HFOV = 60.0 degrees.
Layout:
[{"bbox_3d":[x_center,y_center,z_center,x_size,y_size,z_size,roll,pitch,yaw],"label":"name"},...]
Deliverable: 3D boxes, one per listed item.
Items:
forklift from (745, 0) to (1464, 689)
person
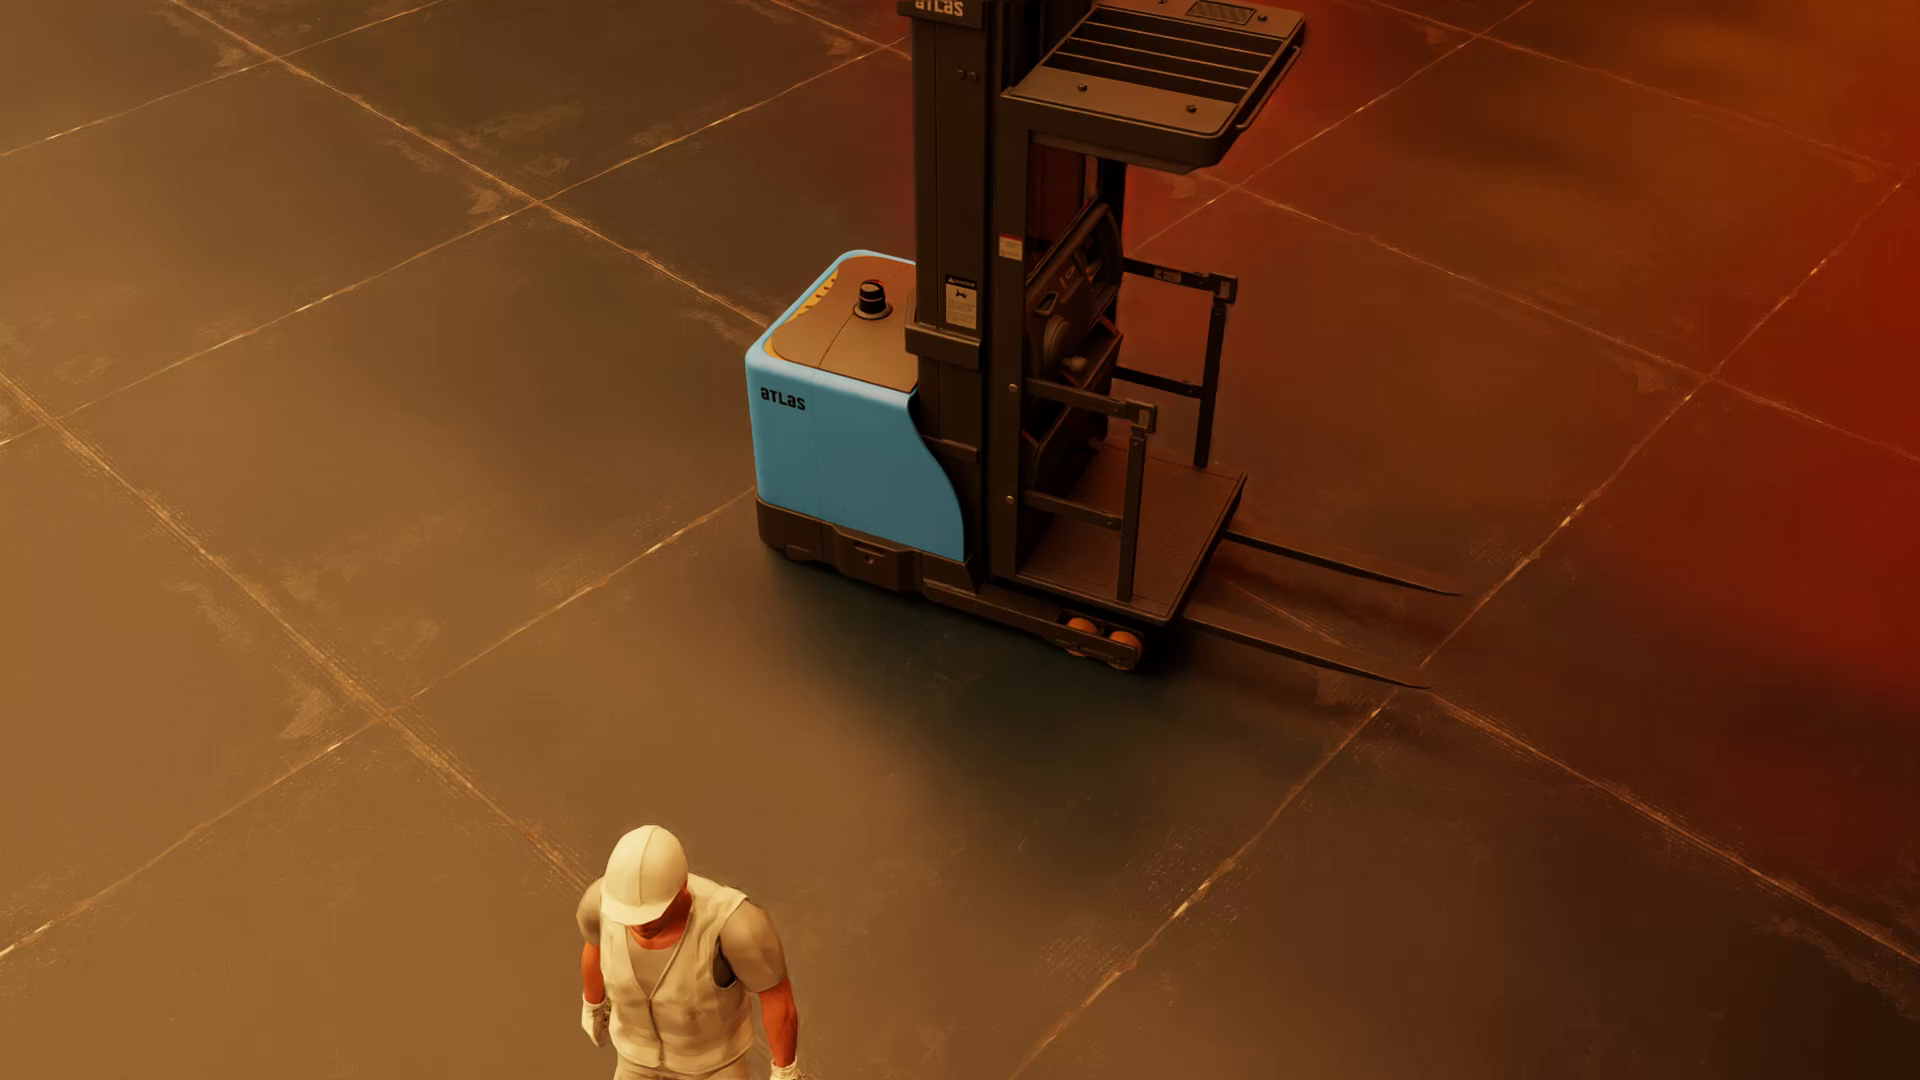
[{"bbox_3d":[0.640,-0.959,6.546,3.031,2.935,1.130,17,43,18],"label":"forklift"},{"bbox_3d":[-0.775,1.444,4.641,0.704,1.767,0.463,8,41,10],"label":"person"}]
